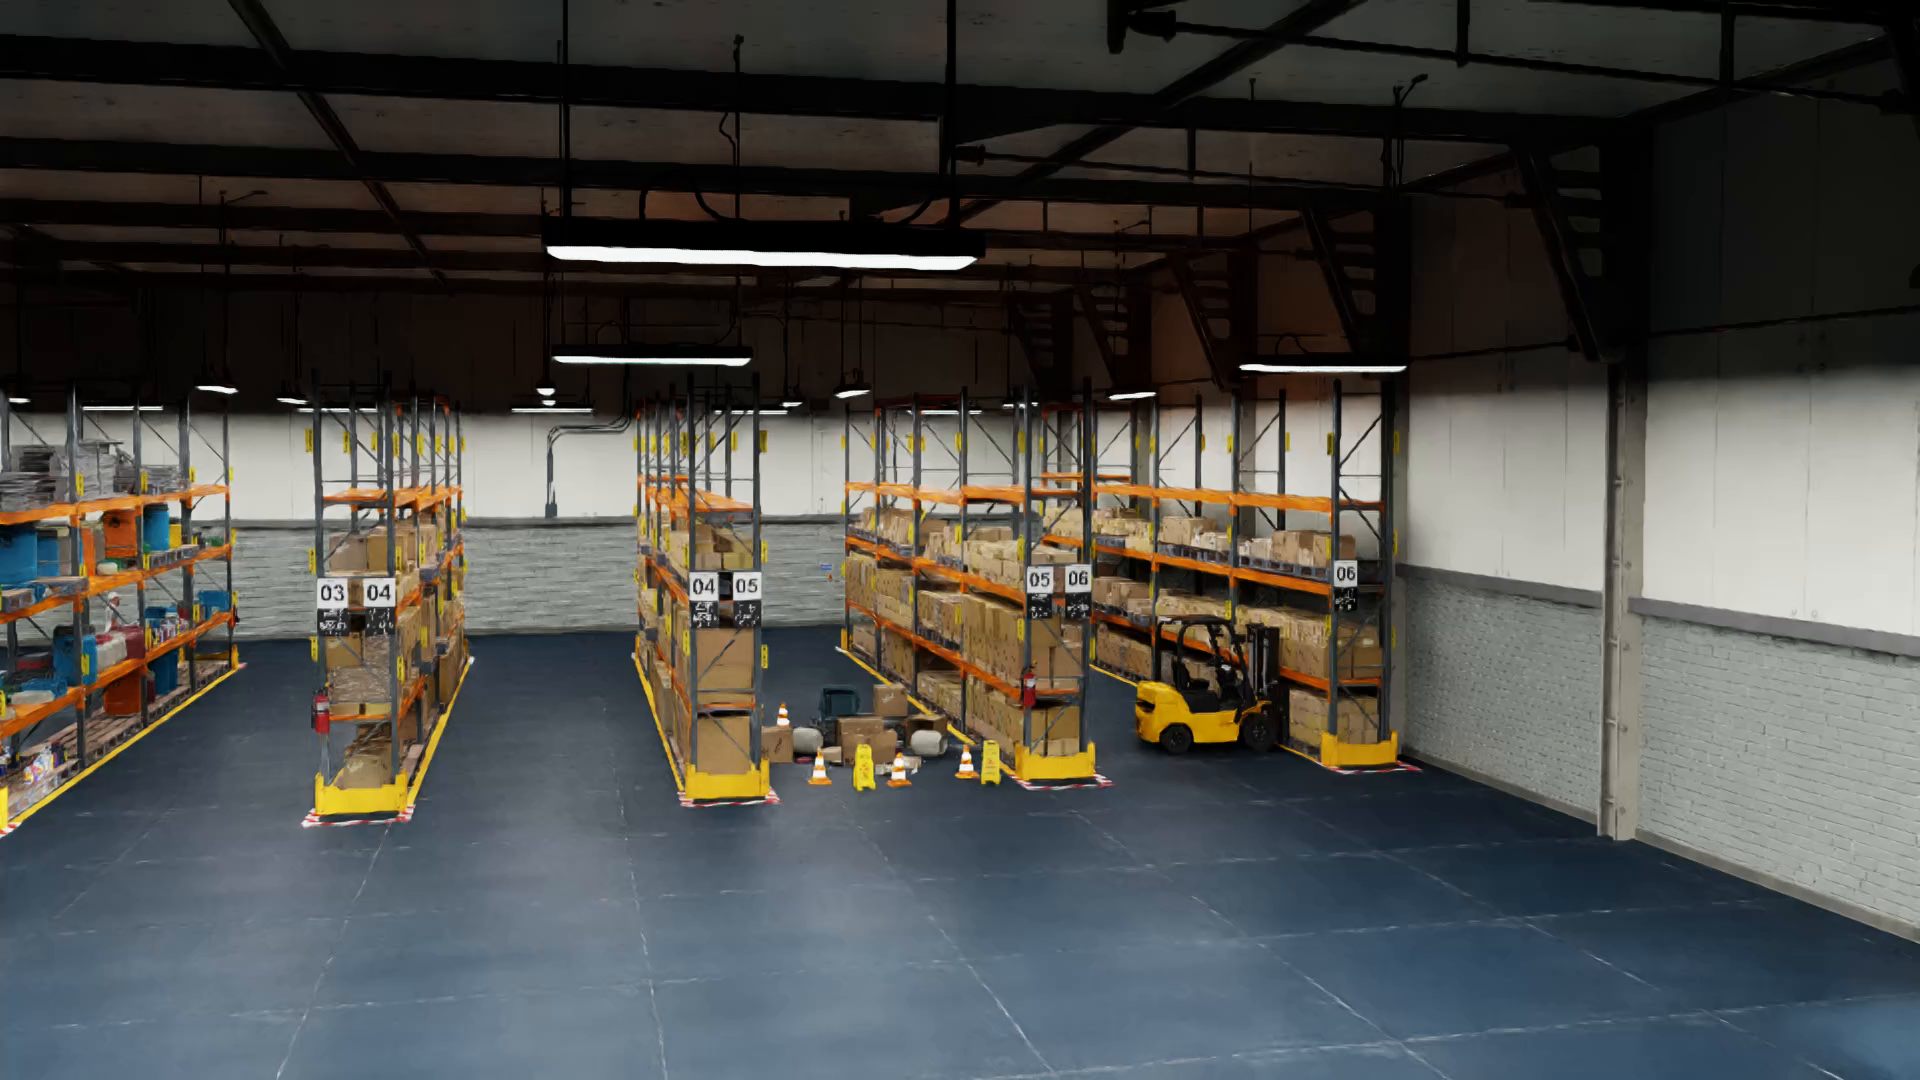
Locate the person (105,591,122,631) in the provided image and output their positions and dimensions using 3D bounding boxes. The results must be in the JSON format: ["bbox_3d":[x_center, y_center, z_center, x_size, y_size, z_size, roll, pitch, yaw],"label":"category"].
[{"bbox_3d":[-18.285,2.011,36.043,0.462,1.787,0.625,-2,4,-32],"label":"person"}]

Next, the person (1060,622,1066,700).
[{"bbox_3d":[1.823,2.350,30.196,0.618,1.783,0.457,3,5,45],"label":"person"}]
